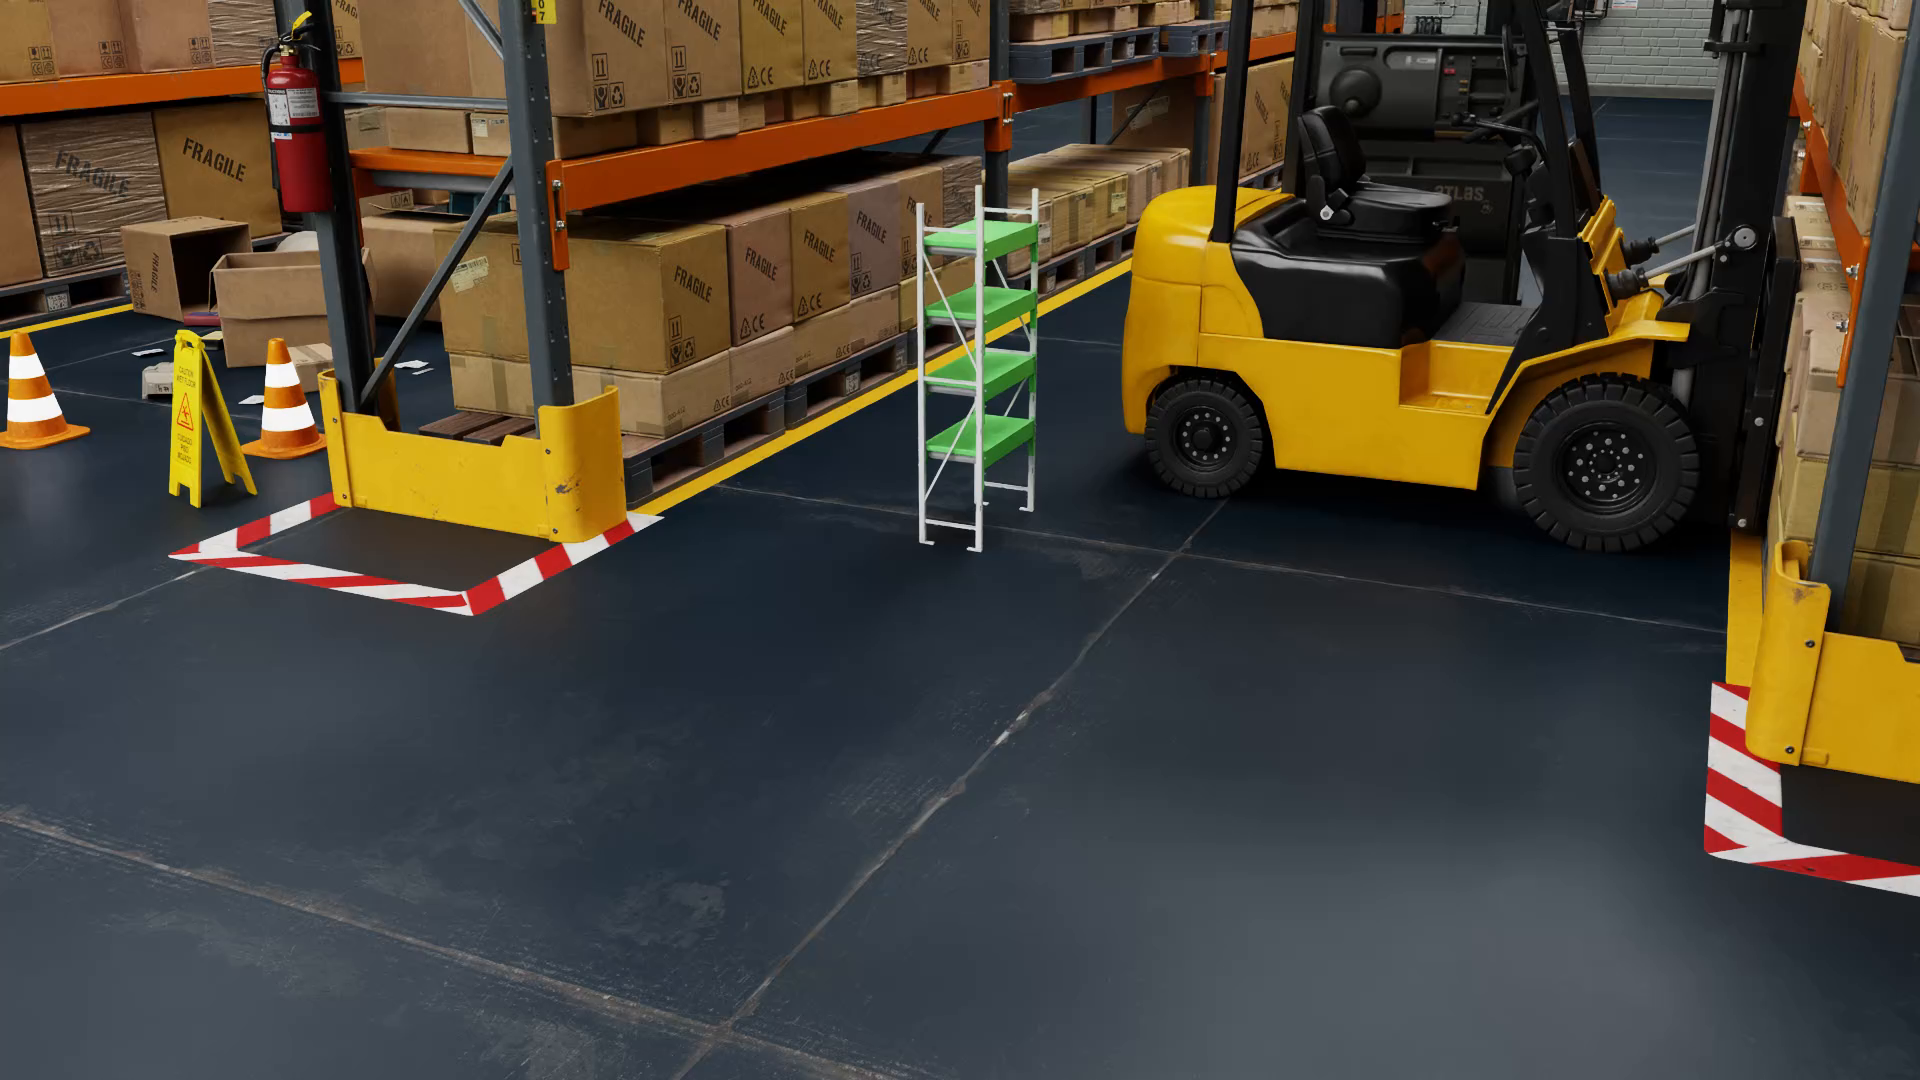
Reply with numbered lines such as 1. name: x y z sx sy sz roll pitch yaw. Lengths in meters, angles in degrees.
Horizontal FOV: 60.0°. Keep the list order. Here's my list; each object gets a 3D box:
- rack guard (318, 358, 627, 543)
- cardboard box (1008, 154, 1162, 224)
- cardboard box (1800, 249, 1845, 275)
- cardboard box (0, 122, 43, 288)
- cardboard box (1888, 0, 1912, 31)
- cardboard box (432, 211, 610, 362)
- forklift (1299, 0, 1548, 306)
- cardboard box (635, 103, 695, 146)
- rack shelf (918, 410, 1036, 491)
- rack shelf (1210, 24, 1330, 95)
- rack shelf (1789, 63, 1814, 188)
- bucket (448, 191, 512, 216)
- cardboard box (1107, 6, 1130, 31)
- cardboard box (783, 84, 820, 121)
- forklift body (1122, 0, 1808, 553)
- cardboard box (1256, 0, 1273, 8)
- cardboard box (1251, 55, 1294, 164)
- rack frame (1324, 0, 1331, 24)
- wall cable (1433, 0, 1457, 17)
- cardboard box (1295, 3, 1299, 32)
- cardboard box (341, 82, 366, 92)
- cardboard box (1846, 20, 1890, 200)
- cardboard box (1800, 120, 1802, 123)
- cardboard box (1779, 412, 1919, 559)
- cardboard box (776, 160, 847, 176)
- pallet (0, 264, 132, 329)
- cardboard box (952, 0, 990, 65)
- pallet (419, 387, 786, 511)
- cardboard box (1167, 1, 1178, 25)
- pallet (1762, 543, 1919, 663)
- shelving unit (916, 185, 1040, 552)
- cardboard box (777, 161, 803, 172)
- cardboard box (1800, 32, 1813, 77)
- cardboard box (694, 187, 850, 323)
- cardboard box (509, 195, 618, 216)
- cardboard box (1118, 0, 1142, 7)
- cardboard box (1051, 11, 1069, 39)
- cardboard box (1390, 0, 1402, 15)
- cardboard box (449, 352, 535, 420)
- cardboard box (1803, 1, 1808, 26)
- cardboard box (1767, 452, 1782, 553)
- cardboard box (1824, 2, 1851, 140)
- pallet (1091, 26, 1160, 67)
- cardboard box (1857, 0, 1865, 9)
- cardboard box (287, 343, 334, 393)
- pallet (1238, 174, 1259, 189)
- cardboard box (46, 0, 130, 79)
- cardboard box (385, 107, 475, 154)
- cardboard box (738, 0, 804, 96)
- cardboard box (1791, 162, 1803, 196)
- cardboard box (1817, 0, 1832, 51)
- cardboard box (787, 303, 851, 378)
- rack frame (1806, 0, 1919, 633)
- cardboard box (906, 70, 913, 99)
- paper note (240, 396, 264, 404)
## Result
1. rack guard: -1.820 -0.349 6.204 1.175 0.500 0.348 9 21 23
2. cardboard box: 0.889 -2.511 11.848 0.950 0.372 0.625 8 21 22
3. cardboard box: 3.198 -0.847 5.859 0.500 0.250 0.500 8 21 22
4. cardboard box: -5.833 -1.834 9.194 0.875 0.875 0.875 8 21 22
5. cardboard box: 2.643 -1.403 4.320 0.380 0.149 0.250 9 21 24
6. cardboard box: -1.761 -1.040 6.774 0.500 0.500 0.500 9 21 23
7. forklift: 2.097 -2.142 7.617 1.130 2.935 3.031 7 21 18
8. cardboard box: -1.250 -1.610 6.394 0.380 0.149 0.250 8 21 21
9. rack shelf: 0.068 -0.330 6.012 0.258 0.148 0.480 9 21 23
10. rack shelf: 2.244 -4.222 14.436 1.077 0.370 4.000 9 21 23
11. rack shelf: 5.136 -2.319 9.086 1.077 0.370 4.000 9 21 23
12. bucket: -2.723 -2.191 10.269 0.726 0.611 0.620 18 16 41
13. cardboard box: 0.860 -3.326 10.593 0.380 0.149 0.250 9 22 25
14. cardboard box: -0.841 -1.930 7.295 0.380 0.149 0.250 8 21 21
15. forklift body: 1.791 -1.254 6.284 2.313 2.155 1.214 9 21 23
16. cardboard box: 2.286 -4.544 13.746 0.500 0.250 0.500 8 21 22
17. cardboard box: 2.519 -3.891 14.977 0.875 0.875 0.875 9 22 24
18. rack frame: 3.063 -5.172 16.035 1.000 3.000 0.127 9 21 23
19. wall cable: 6.988 -8.615 24.154 0.585 1.953 0.123 9 21 23
20. cardboard box: 2.899 -4.774 15.140 0.500 0.250 0.500 8 21 22
21. cardboard box: -6.943 -4.985 18.054 1.225 0.875 0.875 9 21 23
22. cardboard box: 2.862 -1.215 4.758 0.500 0.500 0.500 9 22 24
23. cardboard box: 6.009 -2.868 11.694 0.380 0.149 0.250 7 21 20
24. cardboard box: 2.593 -0.153 4.654 0.500 0.250 0.500 8 21 22
25. cardboard box: -0.910 -1.673 8.555 0.500 0.500 0.500 9 22 25
26. pallet: -5.652 -1.465 9.773 1.003 0.211 1.213 9 21 23
27. cardboard box: -0.168 -2.744 8.614 0.500 0.500 0.500 8 21 21
28. pallet: -1.455 -0.457 6.937 1.003 0.211 1.213 9 21 23
29. cardboard box: 1.289 -3.645 11.490 0.380 0.149 0.250 7 21 20
30. pallet: 2.954 0.251 4.949 1.003 0.211 1.213 9 21 23
31. shelving unit: 0.068 -0.616 5.910 0.258 1.200 0.503 9 21 23
32. cardboard box: -1.016 -1.957 8.385 0.380 0.149 0.250 9 22 25
33. cardboard box: 5.135 -2.785 9.547 0.500 0.250 0.500 8 21 21
34. cardboard box: -0.836 -1.288 7.471 0.500 0.500 0.500 9 21 24
35. cardboard box: -1.672 -1.467 7.007 0.380 0.149 0.250 9 22 24
36. cardboard box: 0.860 -3.676 10.610 0.500 0.500 0.500 8 21 20
37. cardboard box: 0.412 -3.007 9.695 0.380 0.149 0.250 9 21 24
38. cardboard box: 4.745 -6.258 18.940 0.500 0.500 0.500 9 21 23
39. cardboard box: -1.756 -0.697 6.930 0.500 0.250 0.500 8 21 22
40. cardboard box: 5.527 -3.335 10.349 0.500 0.250 0.500 9 21 23
41. cardboard box: 2.795 -0.064 5.148 0.500 0.250 0.500 9 21 23
42. cardboard box: 3.699 -1.832 6.495 0.500 0.500 0.500 9 21 24
43. pallet: 0.652 -3.248 10.912 1.003 0.211 1.213 9 21 23
44. cardboard box: 3.396 -1.951 5.859 0.380 0.149 0.250 8 21 21
45. cardboard box: -3.158 -0.838 8.103 0.250 0.149 0.380 -14 24 -33
46. pallet: 1.816 -2.866 13.713 1.003 0.211 1.213 9 21 23
47. cardboard box: -5.444 -3.011 9.734 0.875 0.550 0.550 9 21 23
48. cardboard box: -1.893 -1.529 6.166 0.380 0.149 0.250 9 22 25
49. cardboard box: -0.988 -2.112 6.839 0.500 0.500 0.500 8 21 22
50. cardboard box: 5.151 -1.753 9.338 0.875 0.625 0.625 8 21 20
51. cardboard box: 4.285 -2.397 7.709 0.500 0.250 0.500 8 21 22
52. cardboard box: -0.841 -0.938 7.607 0.500 0.250 0.500 10 22 26
53. rack frame: 2.679 -0.824 3.808 1.000 3.000 0.127 9 21 23
54. cardboard box: -0.455 -2.248 8.187 0.380 0.149 0.250 8 21 22
55. paper note: -3.280 -0.667 7.798 0.148 0.019 0.142 1 20 4
